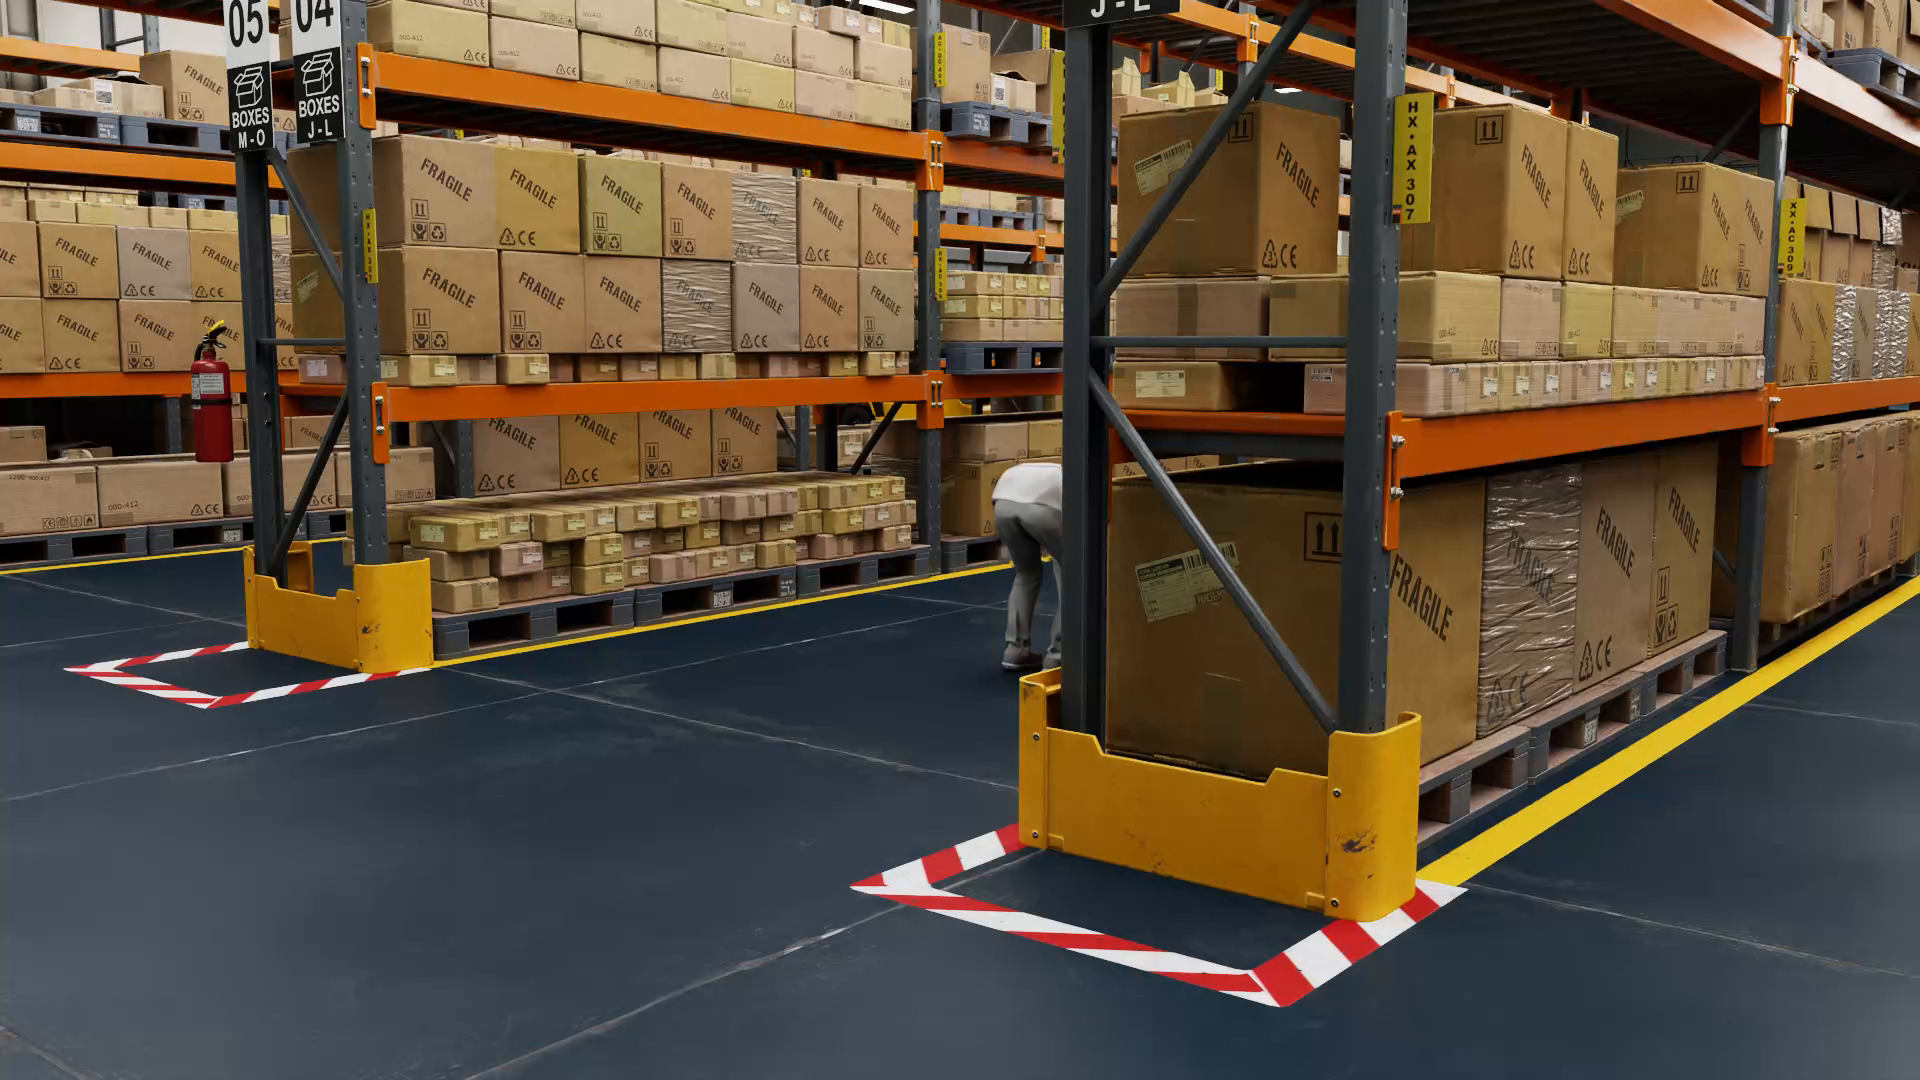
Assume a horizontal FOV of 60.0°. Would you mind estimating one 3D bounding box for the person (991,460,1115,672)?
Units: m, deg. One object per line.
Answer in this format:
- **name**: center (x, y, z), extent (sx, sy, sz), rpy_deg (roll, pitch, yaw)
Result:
- **person**: center (0.496, 0.108, 7.768), extent (0.445, 0.972, 0.901), rpy_deg (5, 8, 36)
